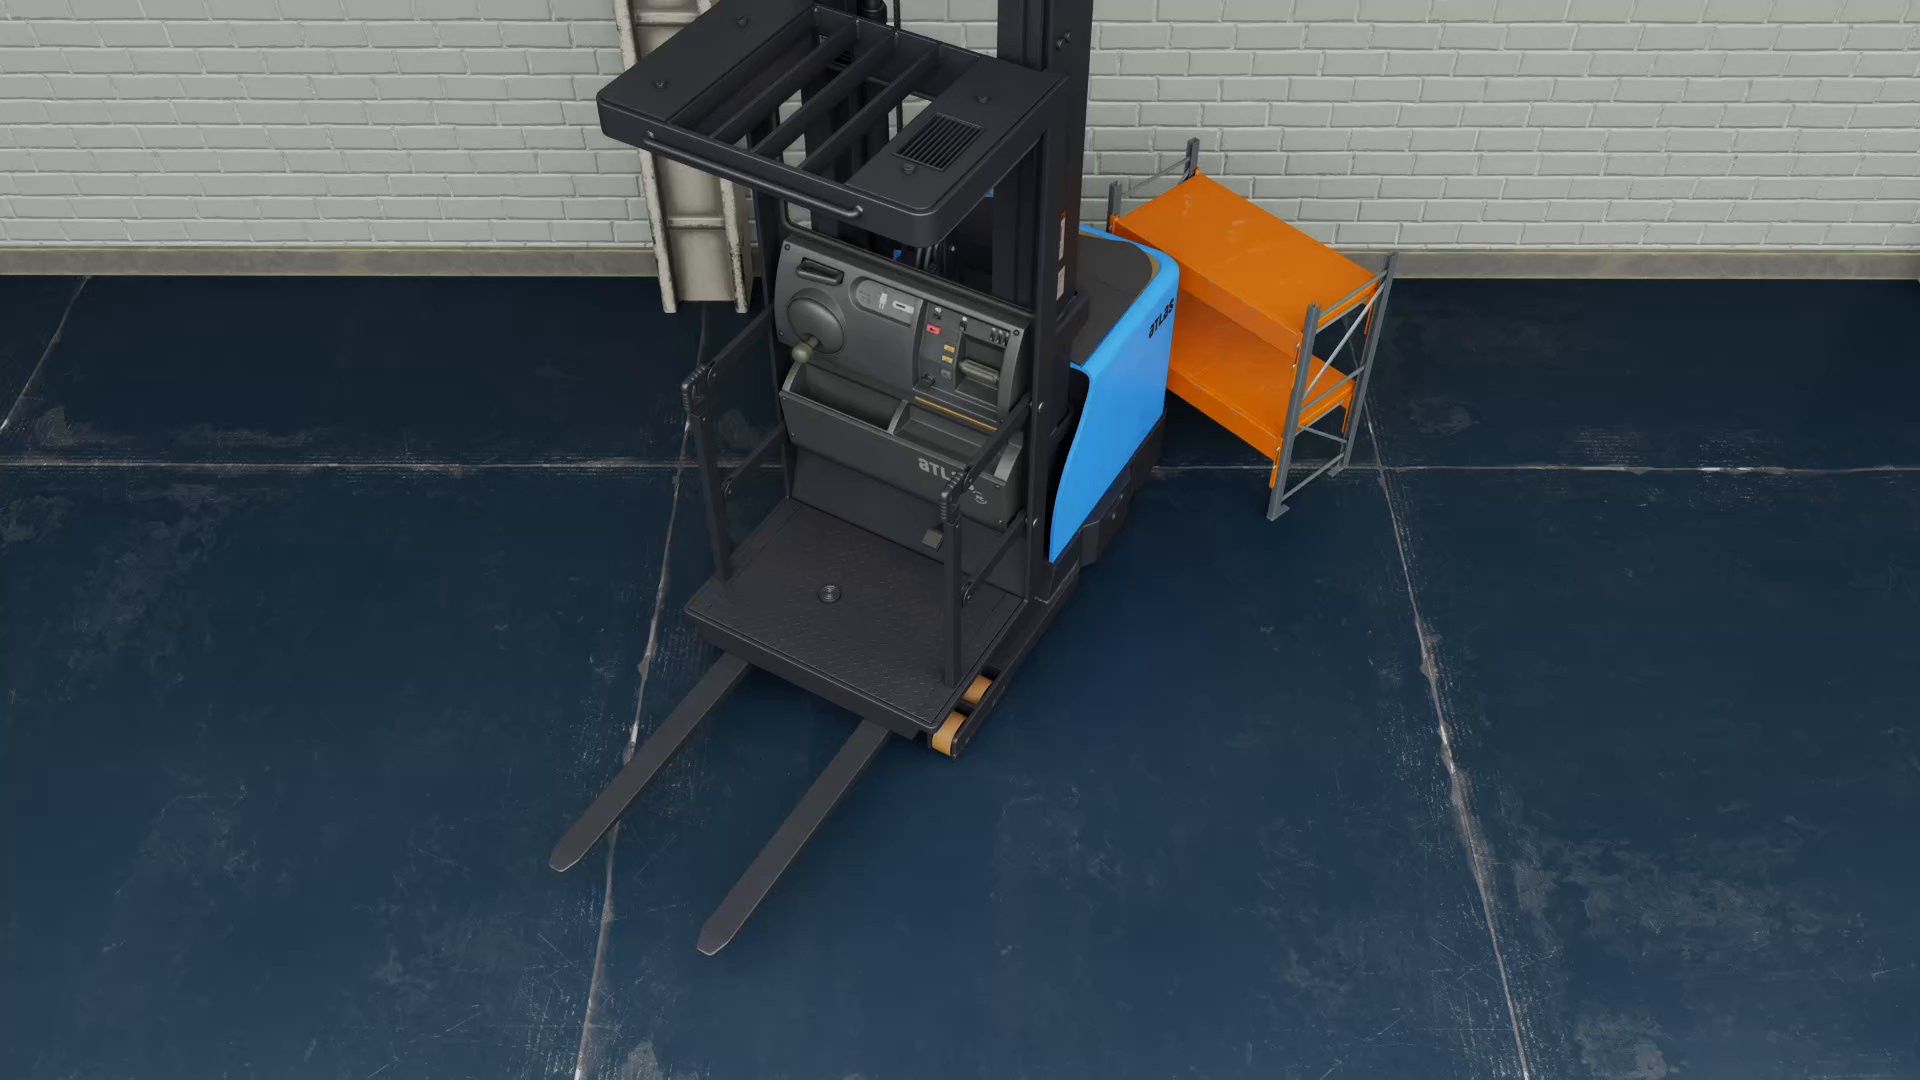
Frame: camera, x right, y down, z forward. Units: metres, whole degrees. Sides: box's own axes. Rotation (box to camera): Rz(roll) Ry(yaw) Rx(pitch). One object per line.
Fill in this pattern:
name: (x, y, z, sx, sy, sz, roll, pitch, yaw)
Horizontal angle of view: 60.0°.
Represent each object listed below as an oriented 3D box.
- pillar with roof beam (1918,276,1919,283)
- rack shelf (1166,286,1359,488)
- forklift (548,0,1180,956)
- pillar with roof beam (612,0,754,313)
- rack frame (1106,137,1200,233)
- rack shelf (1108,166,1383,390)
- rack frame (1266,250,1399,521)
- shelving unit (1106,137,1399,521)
pillar with roof beam: (4.789, -1.082, 1.690, 0.400, 9.000, 9.100, 0, 47, 0)
rack shelf: (1.130, -0.701, 7.049, 0.538, 0.278, 1.000, -33, 55, -27)
forklift: (-0.318, -0.601, 5.388, 1.130, 2.935, 3.031, 23, 51, 20)
pillar with roof beam: (-1.211, -1.099, 1.706, 0.400, 9.000, 9.100, 0, 47, 0)
rack frame: (0.790, -1.144, 7.127, 0.500, 1.125, 0.032, -33, 55, -27)
rack shelf: (1.130, -1.067, 6.656, 0.538, 0.278, 1.000, -33, 55, -27)
rack frame: (1.470, -0.591, 6.612, 0.500, 1.125, 0.032, -33, 55, -27)
shelving unit: (1.130, -0.868, 6.870, 0.538, 1.125, 1.048, -33, 55, -27)
